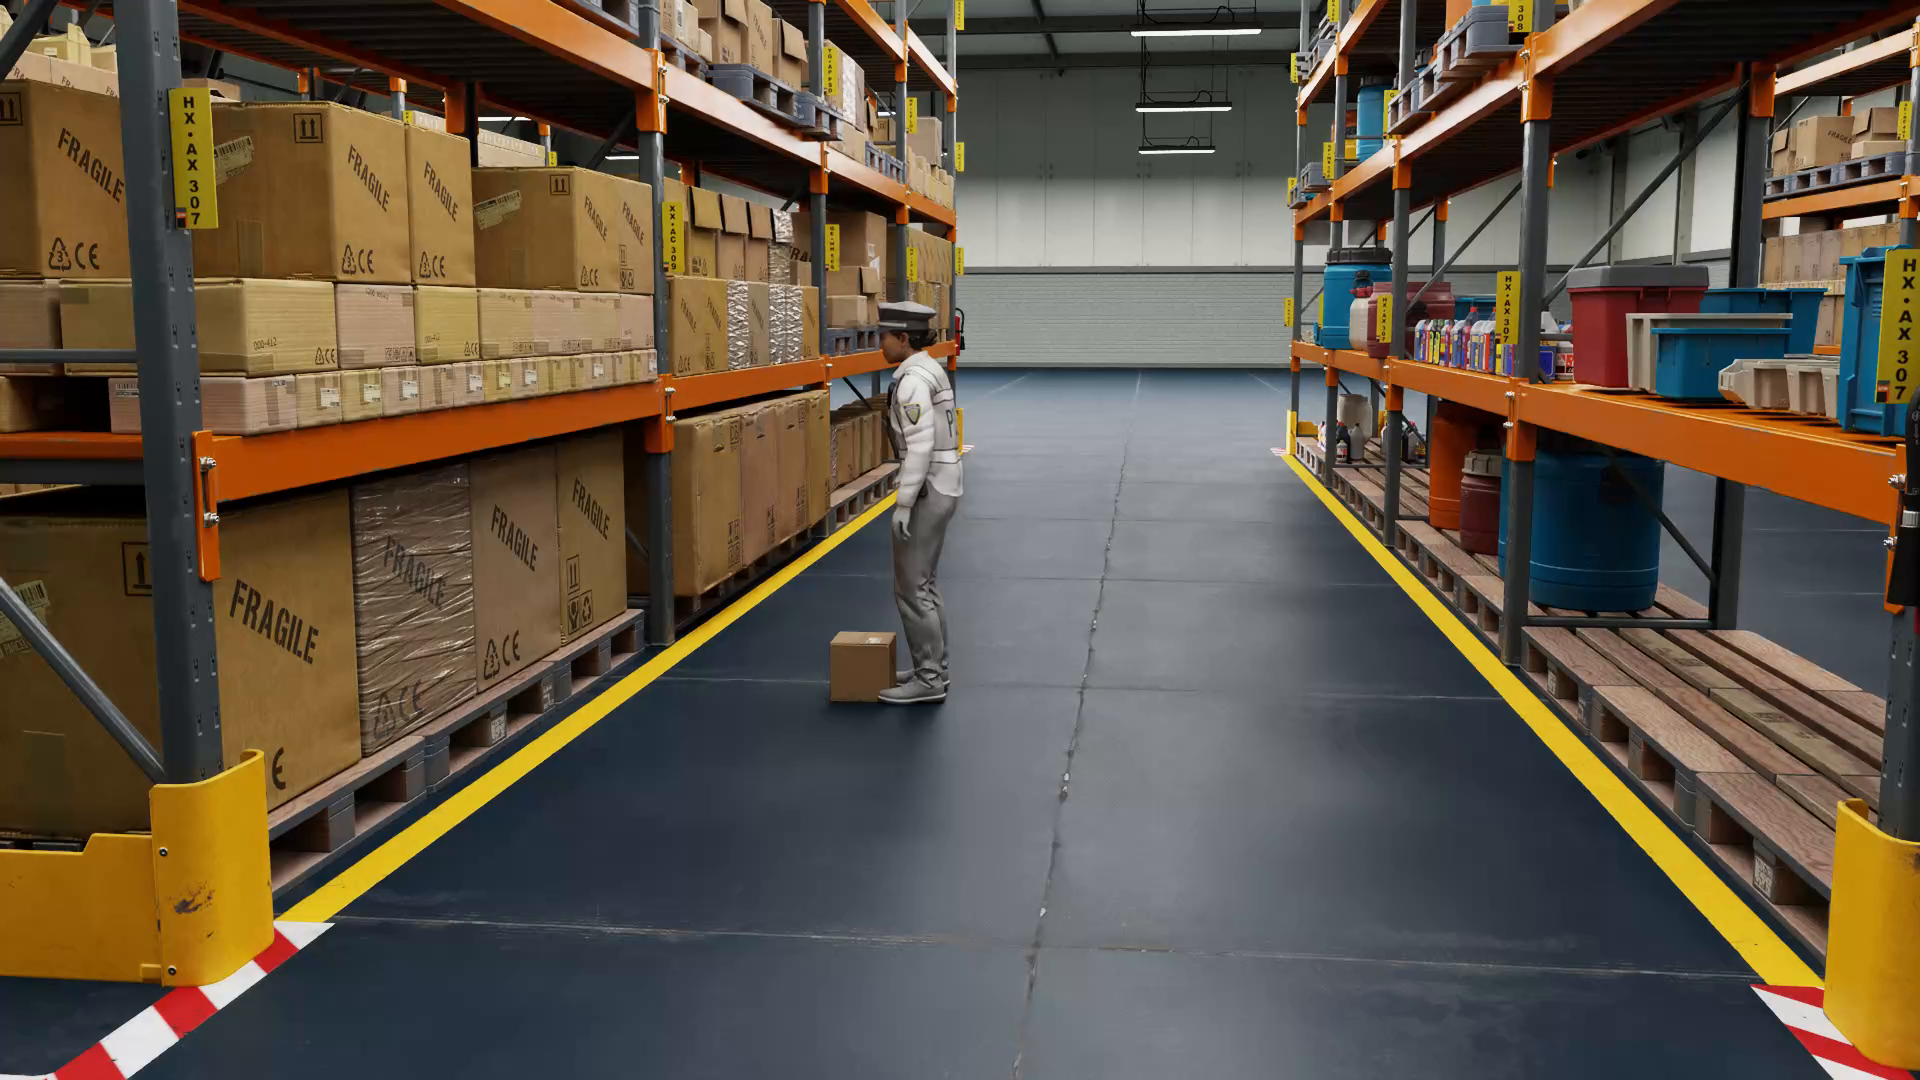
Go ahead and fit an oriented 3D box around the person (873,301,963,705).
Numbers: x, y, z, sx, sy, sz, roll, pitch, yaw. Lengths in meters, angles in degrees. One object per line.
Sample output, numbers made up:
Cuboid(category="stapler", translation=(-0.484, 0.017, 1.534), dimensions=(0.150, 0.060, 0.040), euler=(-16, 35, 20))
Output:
Cuboid(category="person", translation=(-0.172, -0.160, 6.963), dimensions=(0.372, 1.664, 0.528), euler=(1, 8, 6))
